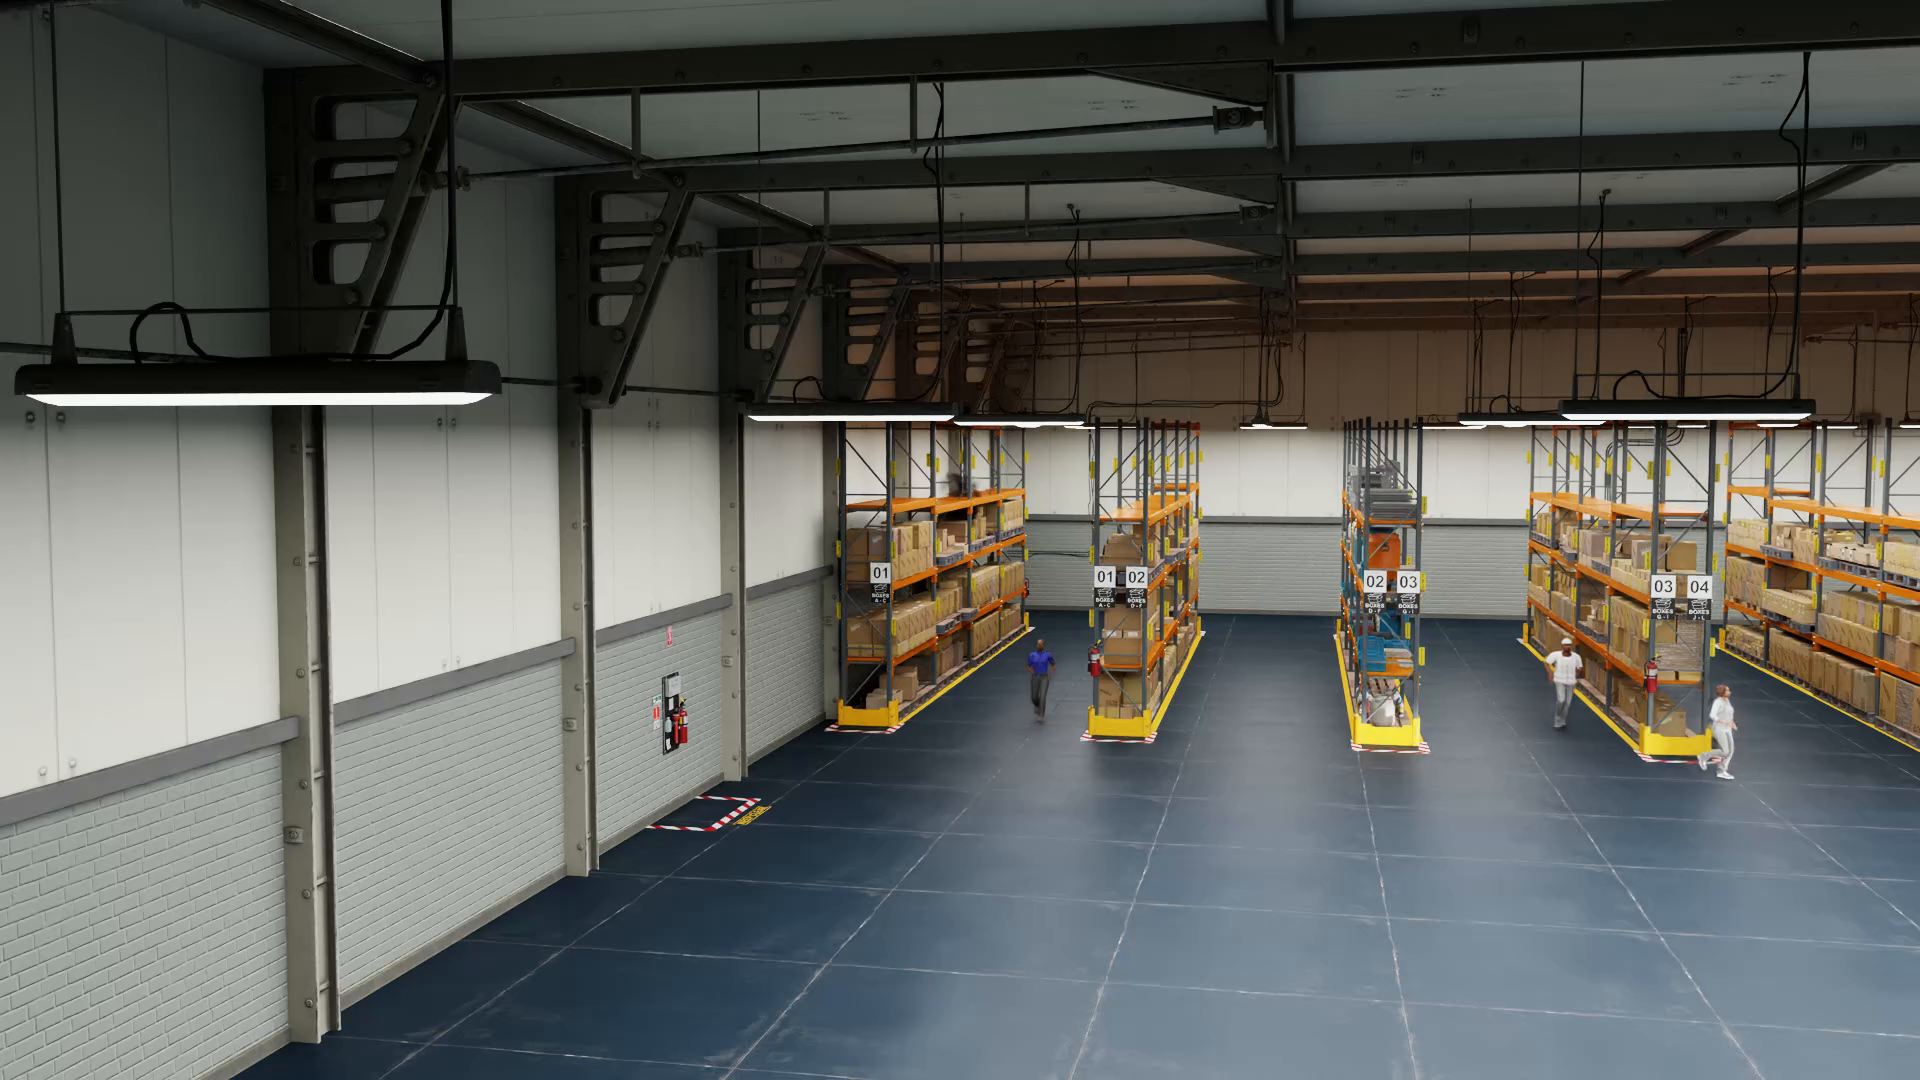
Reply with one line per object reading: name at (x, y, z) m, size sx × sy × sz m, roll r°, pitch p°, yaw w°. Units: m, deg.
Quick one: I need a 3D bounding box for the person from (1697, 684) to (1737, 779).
person at (12.573, 3.195, 27.535) m, size 0.535 × 1.478 × 0.613 m, roll -3°, pitch 5°, yaw -43°

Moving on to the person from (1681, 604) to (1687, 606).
person at (18.849, 2.045, 43.748) m, size 0.639 × 1.636 × 0.891 m, roll 3°, pitch 5°, yaw 42°

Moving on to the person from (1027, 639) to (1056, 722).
person at (1.613, 2.770, 33.046) m, size 0.583 × 1.611 × 0.731 m, roll 1°, pitch 4°, yaw 8°

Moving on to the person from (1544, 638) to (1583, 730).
person at (11.660, 2.771, 32.044) m, size 0.673 × 1.777 × 0.710 m, roll 0°, pitch 4°, yaw 5°

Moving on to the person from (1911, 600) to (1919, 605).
person at (25.775, 1.966, 44.486) m, size 0.862 × 1.789 × 0.745 m, roll 1°, pitch 4°, yaw 20°
